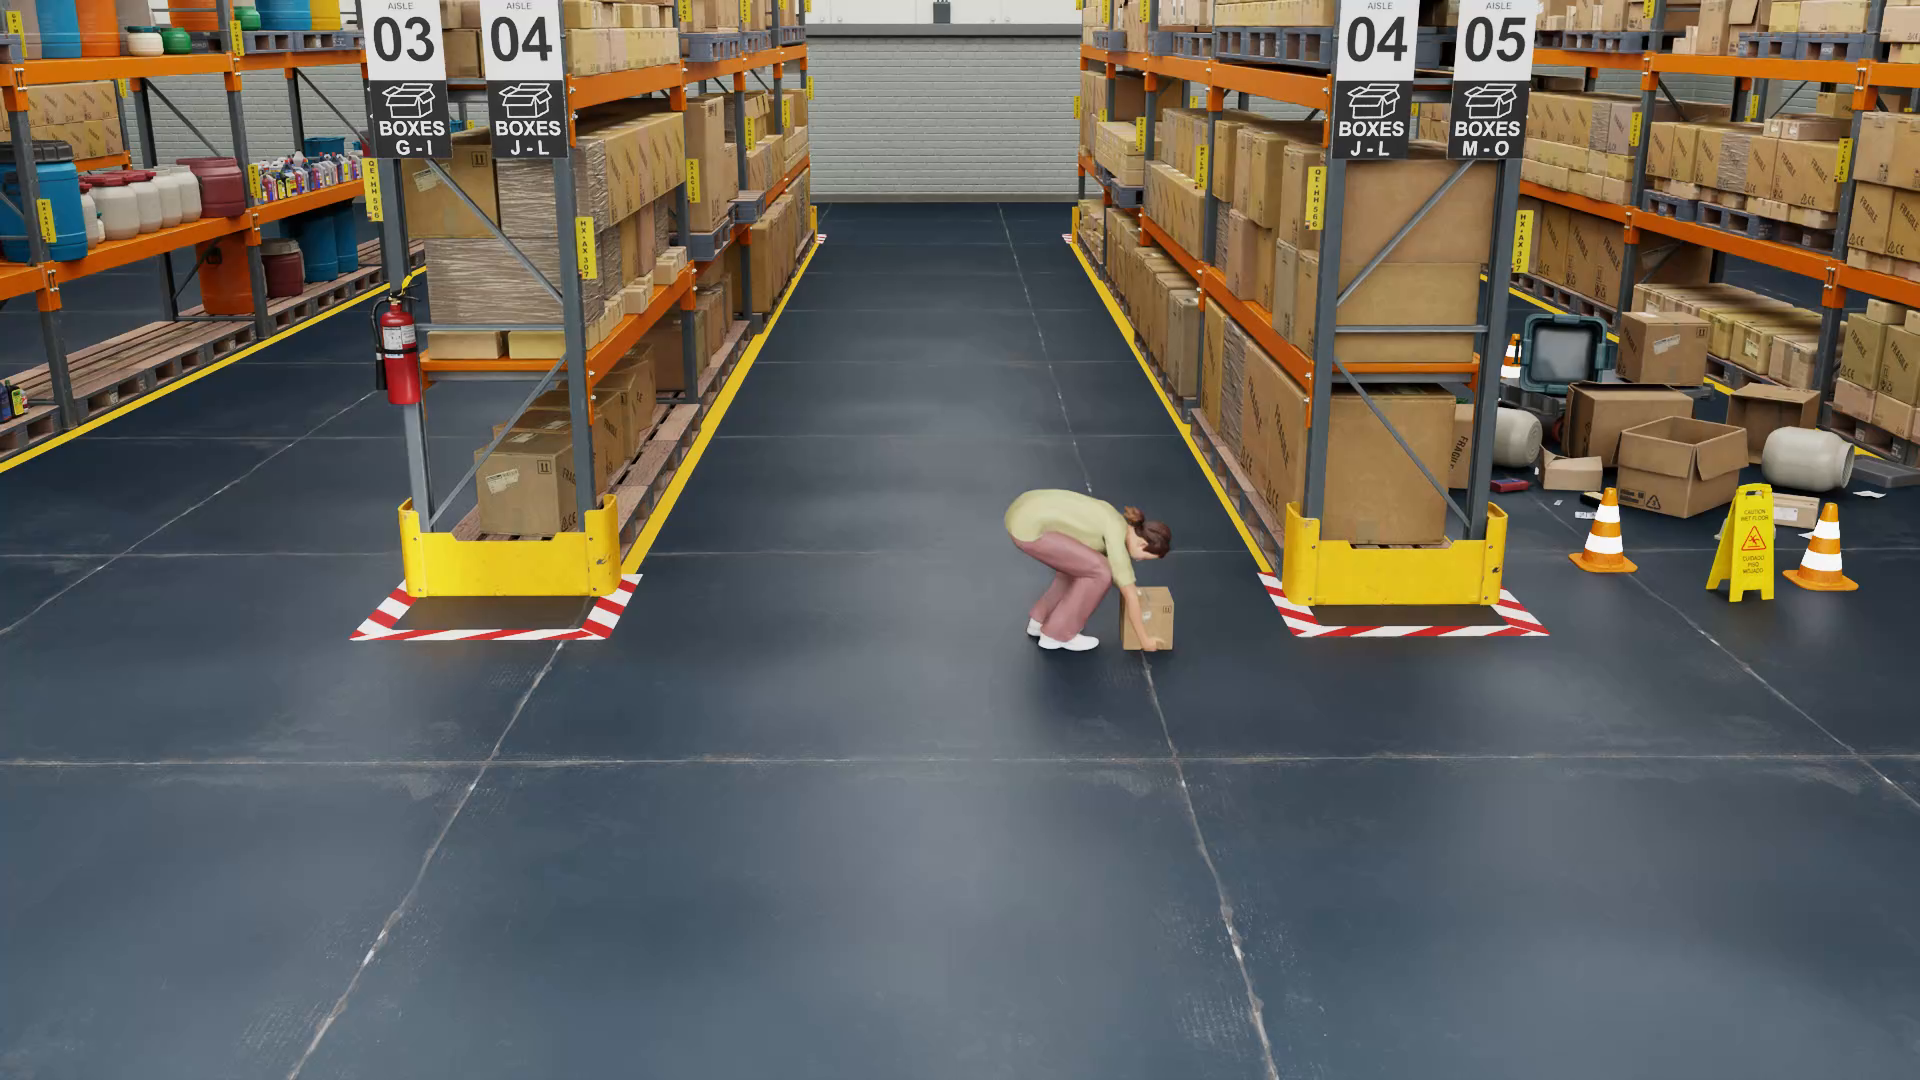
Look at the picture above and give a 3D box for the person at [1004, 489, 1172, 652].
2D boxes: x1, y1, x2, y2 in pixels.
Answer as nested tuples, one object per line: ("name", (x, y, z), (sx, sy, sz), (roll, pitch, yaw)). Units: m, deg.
("person", (0.656, 0.144, 8.566), (0.857, 0.827, 0.470), (-1, 17, -3))
